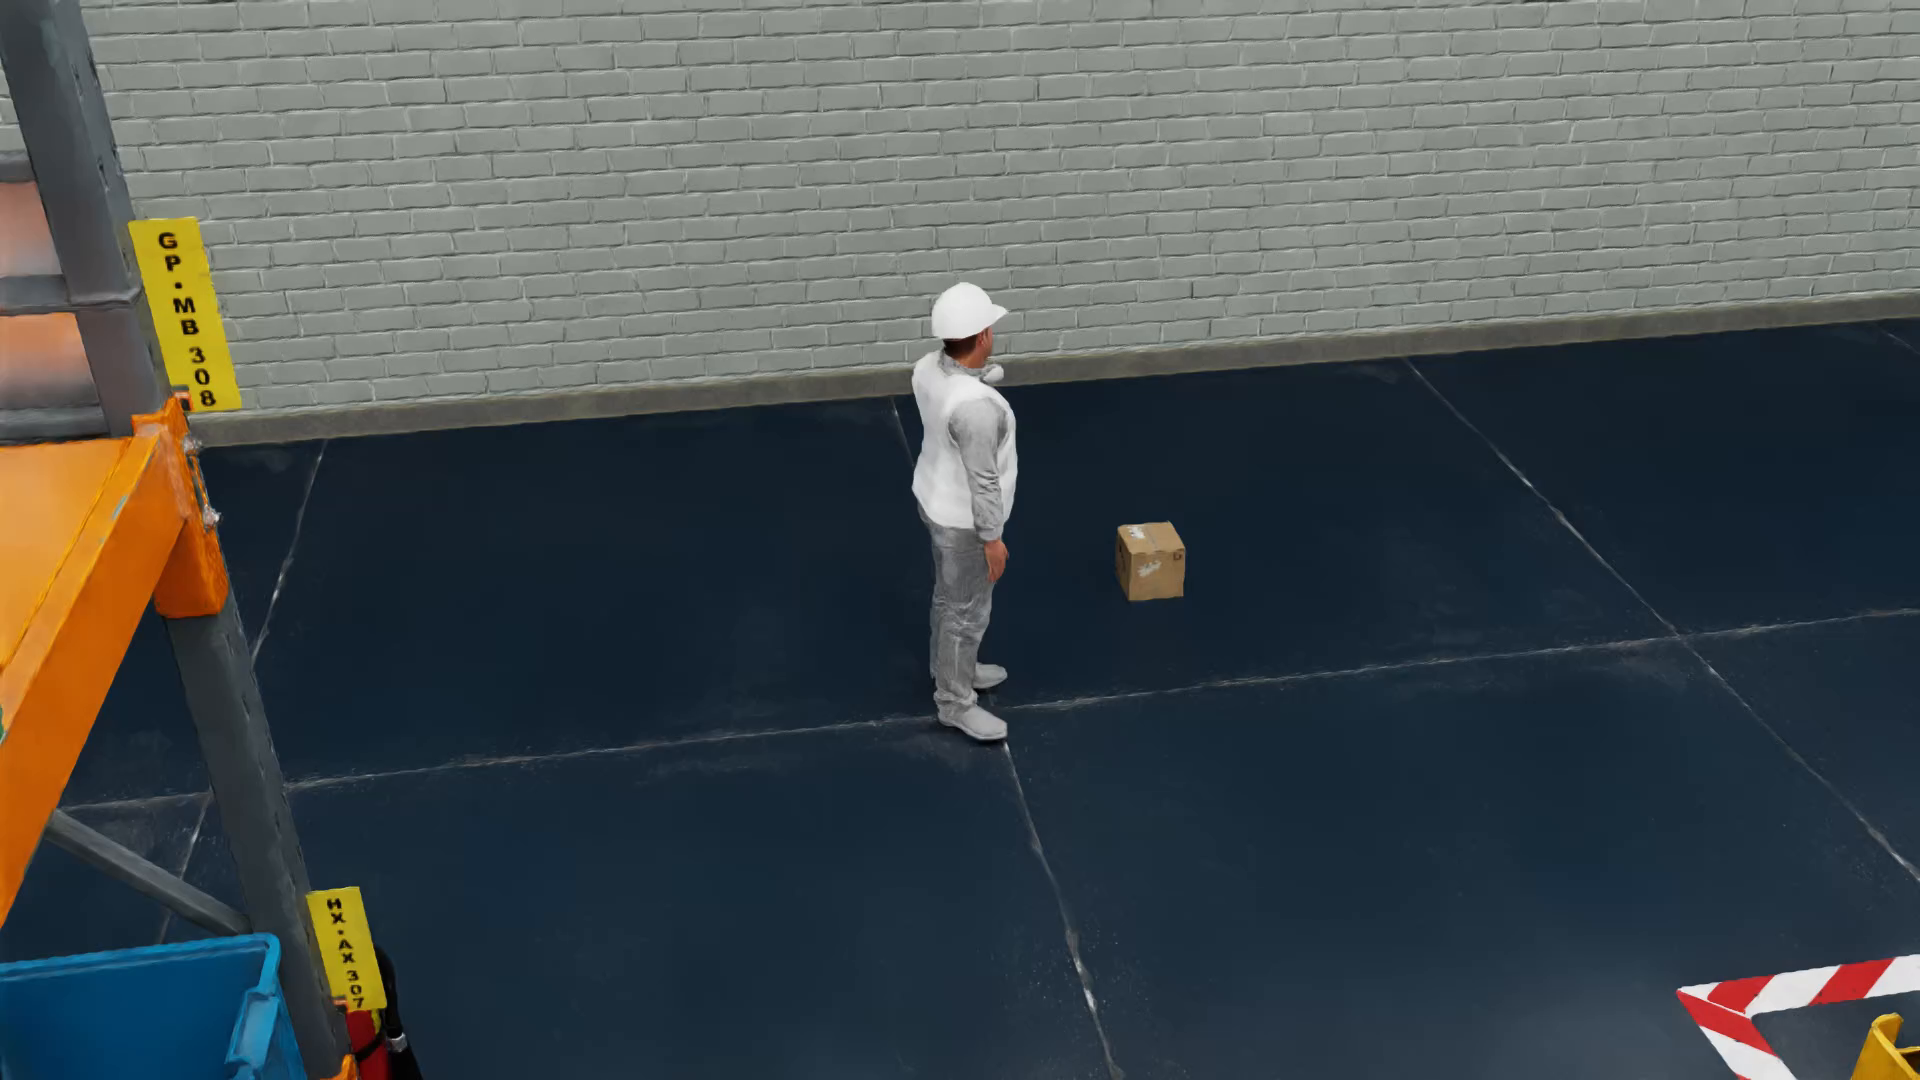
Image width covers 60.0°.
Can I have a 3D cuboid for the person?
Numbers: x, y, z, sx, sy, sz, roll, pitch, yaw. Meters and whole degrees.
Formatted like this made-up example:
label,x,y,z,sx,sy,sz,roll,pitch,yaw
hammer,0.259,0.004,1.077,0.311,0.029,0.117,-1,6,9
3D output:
label,x,y,z,sx,sy,sz,roll,pitch,yaw
person,0.036,-0.120,6.258,0.385,1.784,0.591,-9,32,-15
